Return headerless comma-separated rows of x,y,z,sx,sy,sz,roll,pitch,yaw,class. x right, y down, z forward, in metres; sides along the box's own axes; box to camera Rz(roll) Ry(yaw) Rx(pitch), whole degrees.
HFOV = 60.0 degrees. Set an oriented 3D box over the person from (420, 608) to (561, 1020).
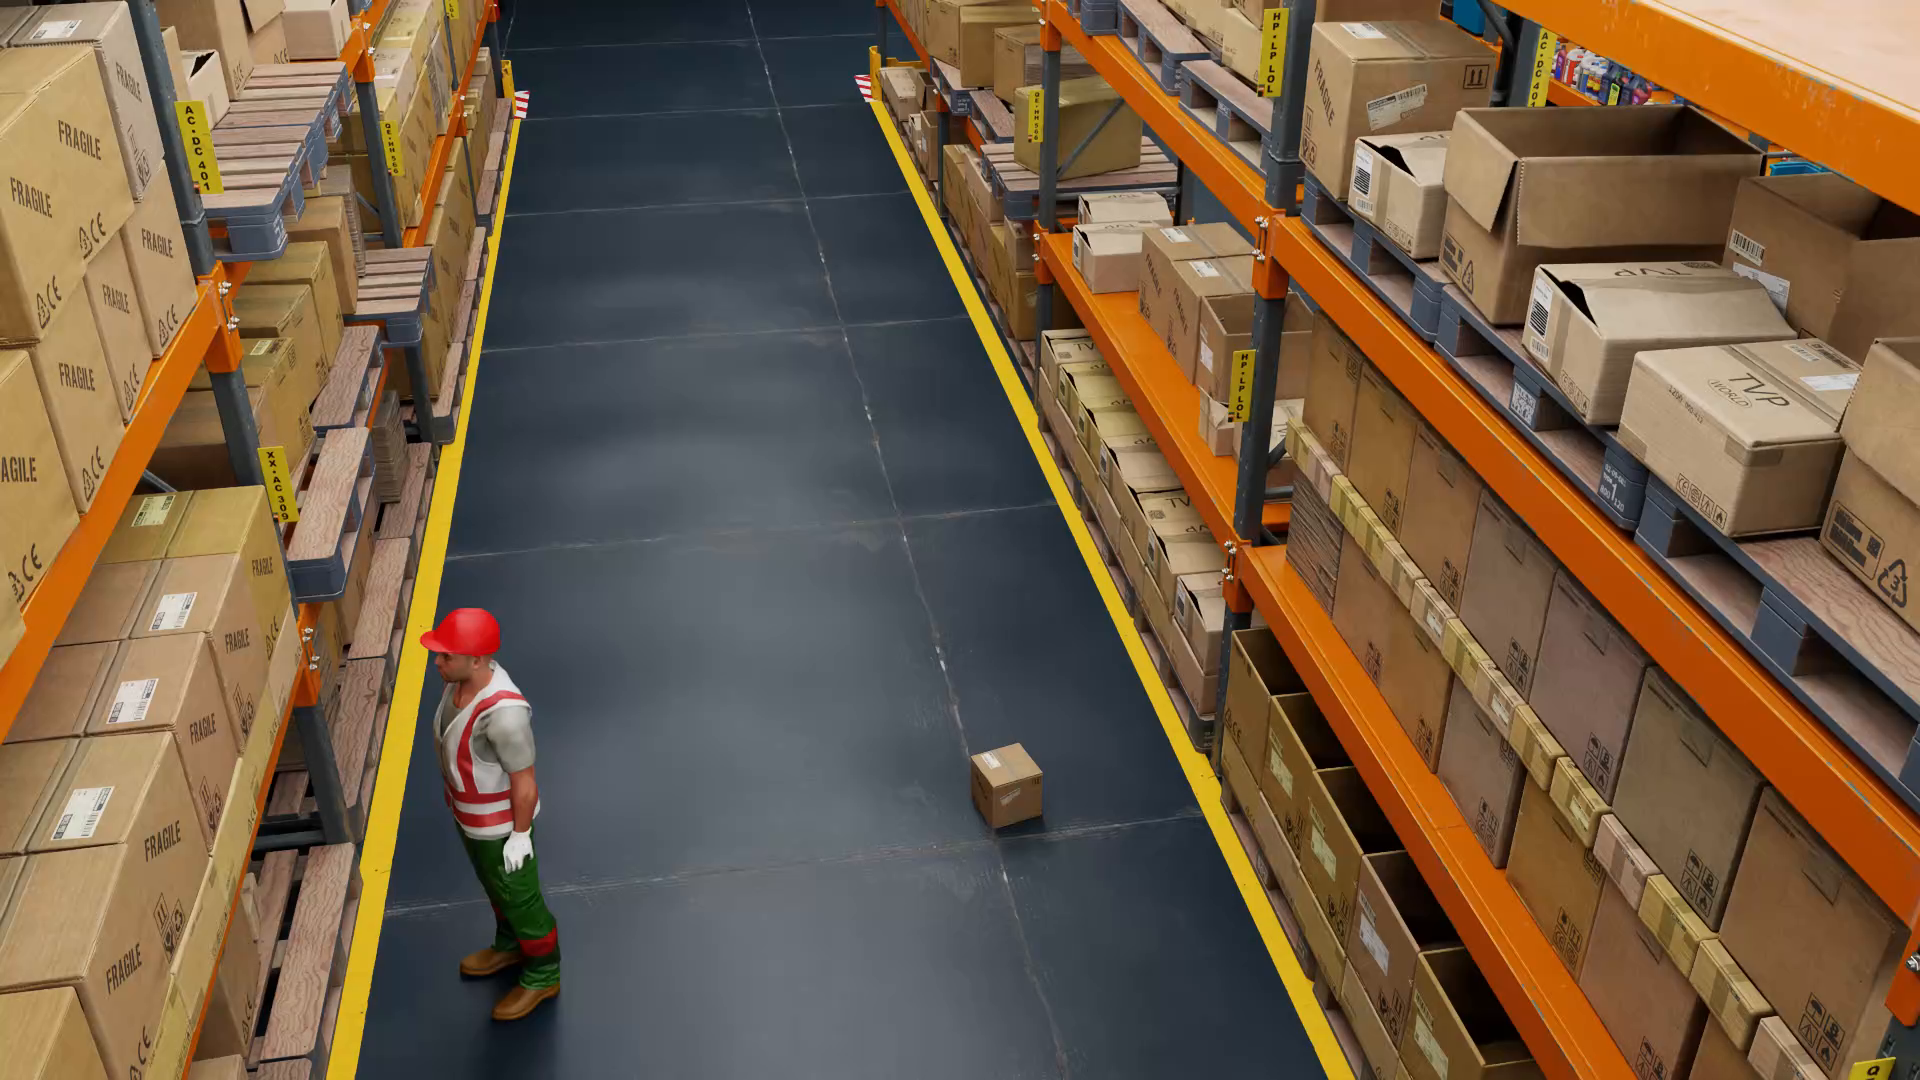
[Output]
-1.796,1.037,6.340,0.359,1.795,0.548,-20,36,-30,person
